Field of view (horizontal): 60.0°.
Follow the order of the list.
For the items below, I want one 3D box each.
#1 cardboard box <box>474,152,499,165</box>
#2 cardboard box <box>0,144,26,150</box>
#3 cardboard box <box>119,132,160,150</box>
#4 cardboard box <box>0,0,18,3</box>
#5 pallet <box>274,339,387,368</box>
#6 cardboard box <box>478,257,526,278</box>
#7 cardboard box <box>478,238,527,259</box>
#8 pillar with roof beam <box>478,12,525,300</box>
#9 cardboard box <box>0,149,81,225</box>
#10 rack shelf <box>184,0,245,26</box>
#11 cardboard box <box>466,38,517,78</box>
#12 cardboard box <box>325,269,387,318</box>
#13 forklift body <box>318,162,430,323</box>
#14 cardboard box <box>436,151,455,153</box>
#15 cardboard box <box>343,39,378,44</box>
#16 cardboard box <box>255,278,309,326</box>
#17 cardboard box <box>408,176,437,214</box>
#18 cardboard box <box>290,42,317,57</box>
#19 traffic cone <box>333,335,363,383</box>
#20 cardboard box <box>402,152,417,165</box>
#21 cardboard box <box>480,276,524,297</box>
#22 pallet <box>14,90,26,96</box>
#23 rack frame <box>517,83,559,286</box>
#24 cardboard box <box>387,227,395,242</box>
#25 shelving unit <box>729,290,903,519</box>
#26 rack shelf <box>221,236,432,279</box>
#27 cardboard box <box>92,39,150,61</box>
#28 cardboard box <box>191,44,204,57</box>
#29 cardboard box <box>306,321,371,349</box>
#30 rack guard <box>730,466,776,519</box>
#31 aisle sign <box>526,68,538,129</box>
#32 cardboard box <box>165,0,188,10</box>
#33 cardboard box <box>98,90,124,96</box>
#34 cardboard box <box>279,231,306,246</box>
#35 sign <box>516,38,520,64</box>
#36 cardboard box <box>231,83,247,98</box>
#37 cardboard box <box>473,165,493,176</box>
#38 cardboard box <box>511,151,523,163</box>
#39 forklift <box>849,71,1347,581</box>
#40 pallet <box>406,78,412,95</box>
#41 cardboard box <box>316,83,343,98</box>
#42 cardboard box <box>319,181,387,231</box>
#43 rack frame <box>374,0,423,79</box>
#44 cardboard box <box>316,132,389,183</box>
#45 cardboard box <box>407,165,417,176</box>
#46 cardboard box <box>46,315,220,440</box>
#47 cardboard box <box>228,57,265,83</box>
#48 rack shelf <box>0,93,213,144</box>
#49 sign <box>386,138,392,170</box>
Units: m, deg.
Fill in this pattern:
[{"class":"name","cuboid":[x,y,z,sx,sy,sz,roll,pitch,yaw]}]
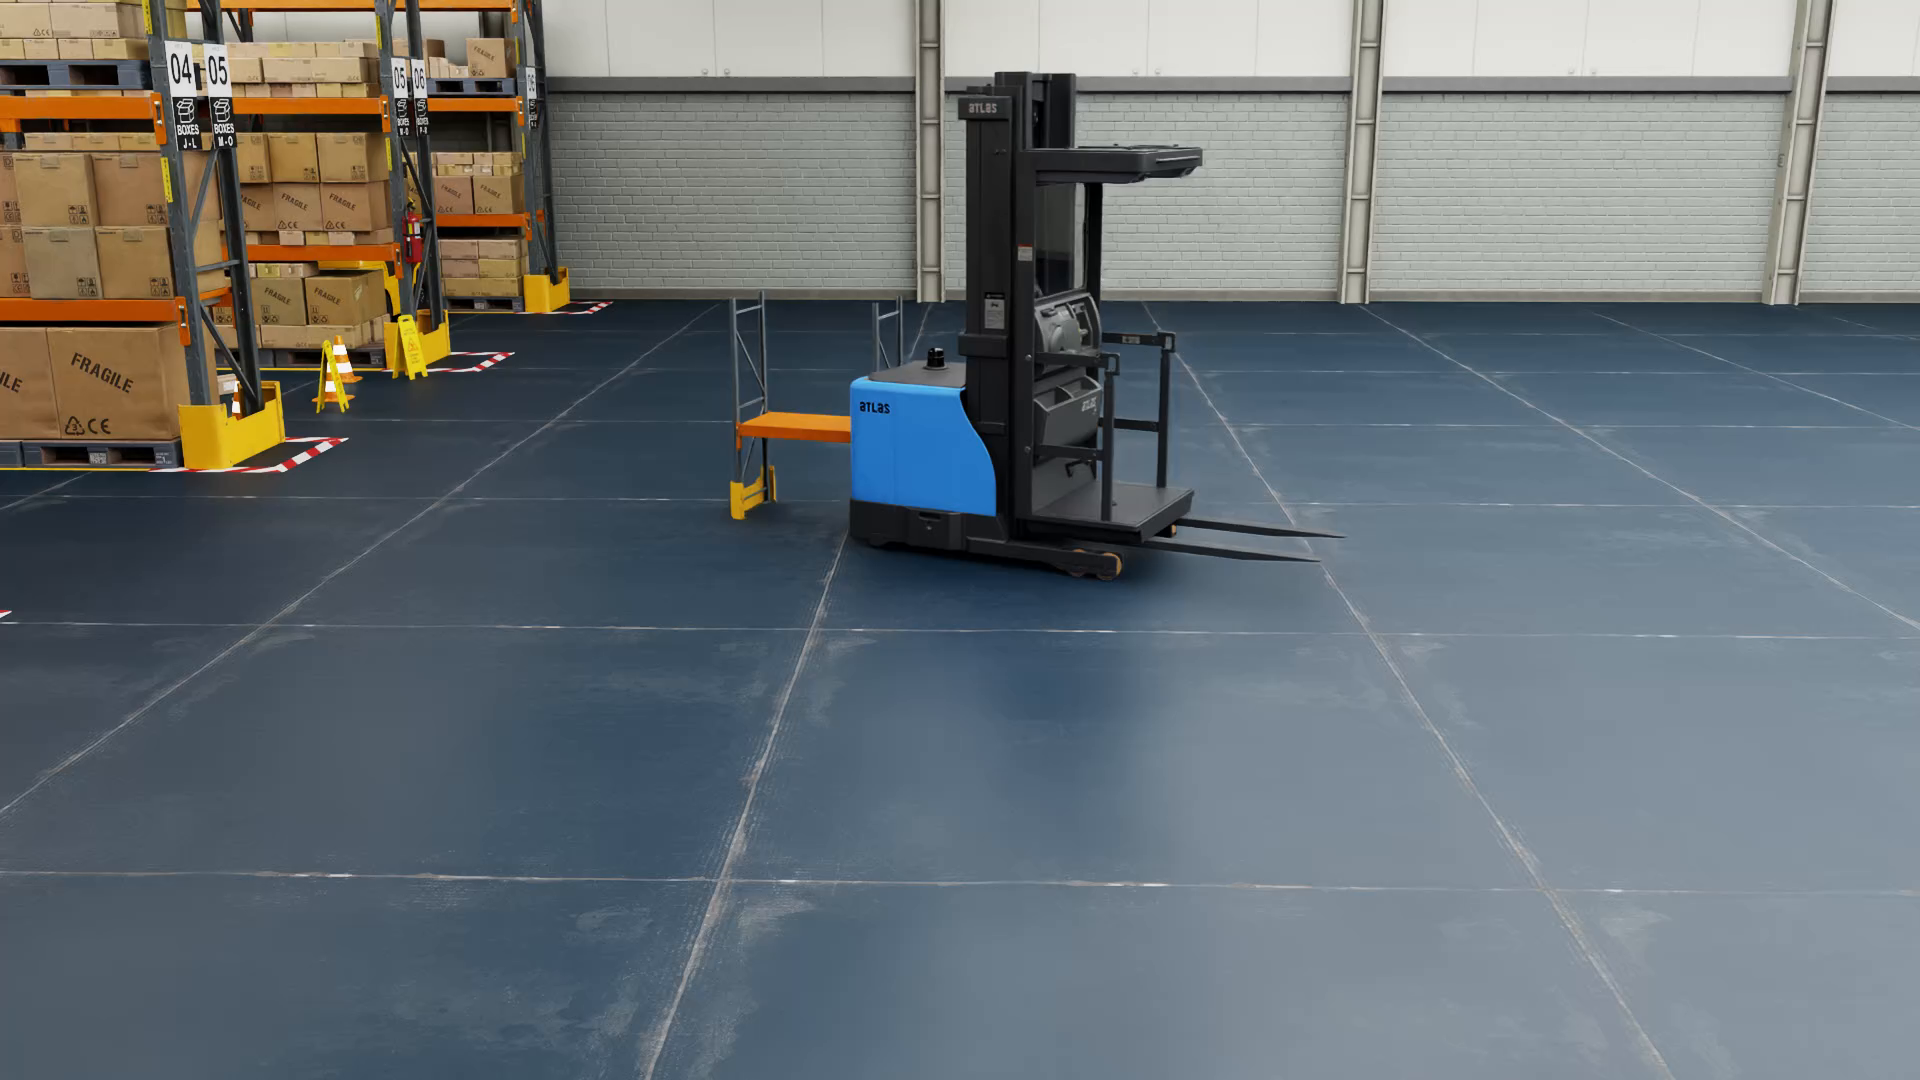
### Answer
[{"class":"cardboard box","cuboid":[-6.348,-5.125,22.333,0.250,0.149,0.380,0,15,2]},{"class":"cardboard box","cuboid":[-10.320,-4.239,18.153,0.250,0.149,0.380,0,15,1]},{"class":"cardboard box","cuboid":[-8.413,-4.035,17.515,0.500,0.500,0.700,0,15,0]},{"class":"cardboard box","cuboid":[-6.995,-4.034,12.281,0.250,0.149,0.380,1,15,2]},{"class":"pallet","cuboid":[-6.747,-2.077,18.300,1.213,0.211,1.003,0,15,1]},{"class":"cardboard box","cuboid":[-6.231,-3.715,22.629,0.500,0.250,0.500,0,15,1]},{"class":"cardboard box","cuboid":[-6.205,-3.957,22.565,0.500,0.250,0.500,1,15,3]},{"class":"pillar with roof beam","cuboid":[-6.520,-6.714,18.648,0.400,9.000,9.100,0,15,1]},{"class":"cardboard box","cuboid":[-7.364,-2.773,13.060,0.550,0.550,0.875,0,15,1]},{"class":"rack shelf","cuboid":[-11.735,-7.075,22.211,4.000,0.370,1.077,0,15,1]},{"class":"cardboard box","cuboid":[-6.185,-6.367,21.999,0.500,0.500,0.500,1,15,3]},{"class":"cardboard box","cuboid":[-6.683,-2.723,18.377,0.500,0.500,0.500,0,15,0]},{"class":"forklift body","cuboid":[-7.679,-3.813,21.077,1.214,2.155,2.313,0,15,1]},{"class":"cardboard box","cuboid":[-7.103,-5.248,22.802,0.250,0.149,0.380,1,15,3]},{"class":"cardboard box","cuboid":[-7.791,-6.415,22.172,0.637,0.503,0.797,1,15,3]},{"class":"cardboard box","cuboid":[-7.189,-2.588,17.867,0.500,0.500,0.500,1,15,4]},{"class":"cardboard box","cuboid":[-7.266,-4.670,22.465,0.500,0.500,0.500,0,15,0]},{"class":"cardboard box","cuboid":[-6.718,-5.061,17.190,0.250,0.149,0.380,0,15,1]},{"class":"traffic cone","cuboid":[-6.323,-1.858,16.975,0.334,0.463,0.336,0,15,1]},{"class":"cardboard box","cuboid":[-7.379,-5.114,22.292,0.250,0.149,0.380,1,15,3]},{"class":"cardboard box","cuboid":[-6.215,-3.473,22.689,0.500,0.250,0.500,0,15,2]},{"class":"pallet","cuboid":[-10.473,-4.828,17.746,1.003,0.211,1.213,0,15,1]},{"class":"rack frame","cuboid":[-5.737,-4.677,22.686,0.127,3.000,1.000,0,15,1]},{"class":"cardboard box","cuboid":[-6.194,-3.344,18.128,0.250,0.149,0.380,0,15,2]},{"class":"shelving unit","cuboid":[-0.971,-0.903,11.324,1.083,1.500,0.587,5,15,17]},{"class":"rack shelf","cuboid":[-7.859,-3.076,18.029,4.000,0.370,1.077,0,15,1]},{"class":"cardboard box","cuboid":[-6.226,-3.644,12.364,0.250,0.149,0.380,0,15,1]},{"class":"cardboard box","cuboid":[-7.739,-5.054,17.164,0.250,0.149,0.380,1,15,3]},{"class":"cardboard box","cuboid":[-6.699,-2.221,17.945,0.500,0.250,0.500,0,15,1]},{"class":"rack guard","cuboid":[-1.445,-0.338,11.632,0.087,0.250,0.587,5,15,17]},{"class":"aisle sign","cuboid":[-5.679,-5.858,22.069,0.004,0.787,0.394,0,15,1]},{"class":"cardboard box","cuboid":[-6.211,-4.197,12.898,0.250,0.149,0.380,1,15,2]},{"class":"cardboard box","cuboid":[-8.793,-4.700,17.387,0.250,0.149,0.380,1,15,3]},{"class":"cardboard box","cuboid":[-7.009,-3.212,17.625,0.250,0.149,0.380,1,15,2]},{"class":"sign","cuboid":[-5.765,-6.379,21.676,0.005,0.325,0.100,0,15,1]},{"class":"cardboard box","cuboid":[-7.503,-4.686,17.334,0.250,0.149,0.380,0,15,0]},{"class":"cardboard box","cuboid":[-6.347,-4.963,22.306,0.250,0.149,0.380,1,15,2]},{"class":"cardboard box","cuboid":[-6.067,-5.239,22.767,0.250,0.149,0.380,0,15,0]},{"class":"forklift","cuboid":[0.846,-1.328,10.130,3.031,2.935,1.130,7,16,25]},{"class":"pallet","cuboid":[-7.666,-6.103,22.384,1.213,0.211,1.003,0,15,1]},{"class":"cardboard box","cuboid":[-6.473,-4.664,17.250,0.250,0.149,0.380,0,15,2]},{"class":"cardboard box","cuboid":[-6.409,-3.536,17.584,0.500,0.500,0.500,0,15,0]},{"class":"rack frame","cuboid":[-5.860,-6.311,17.122,0.127,3.000,1.000,0,15,1]},{"class":"cardboard box","cuboid":[-6.376,-4.034,17.511,0.500,0.500,0.700,0,15,0]},{"class":"cardboard box","cuboid":[-7.374,-4.972,22.336,0.250,0.149,0.380,0,15,2]},{"class":"cardboard box","cuboid":[-6.565,-1.311,13.271,0.875,0.875,0.875,0,15,2]},{"class":"cardboard box","cuboid":[-7.400,-4.873,17.260,0.500,0.250,0.500,1,15,3]},{"class":"rack shelf","cuboid":[-7.885,-3.263,12.859,4.000,0.370,1.077,0,15,1]},{"class":"sign","cuboid":[-5.894,-3.982,17.164,0.005,0.325,0.100,0,15,1]}]
